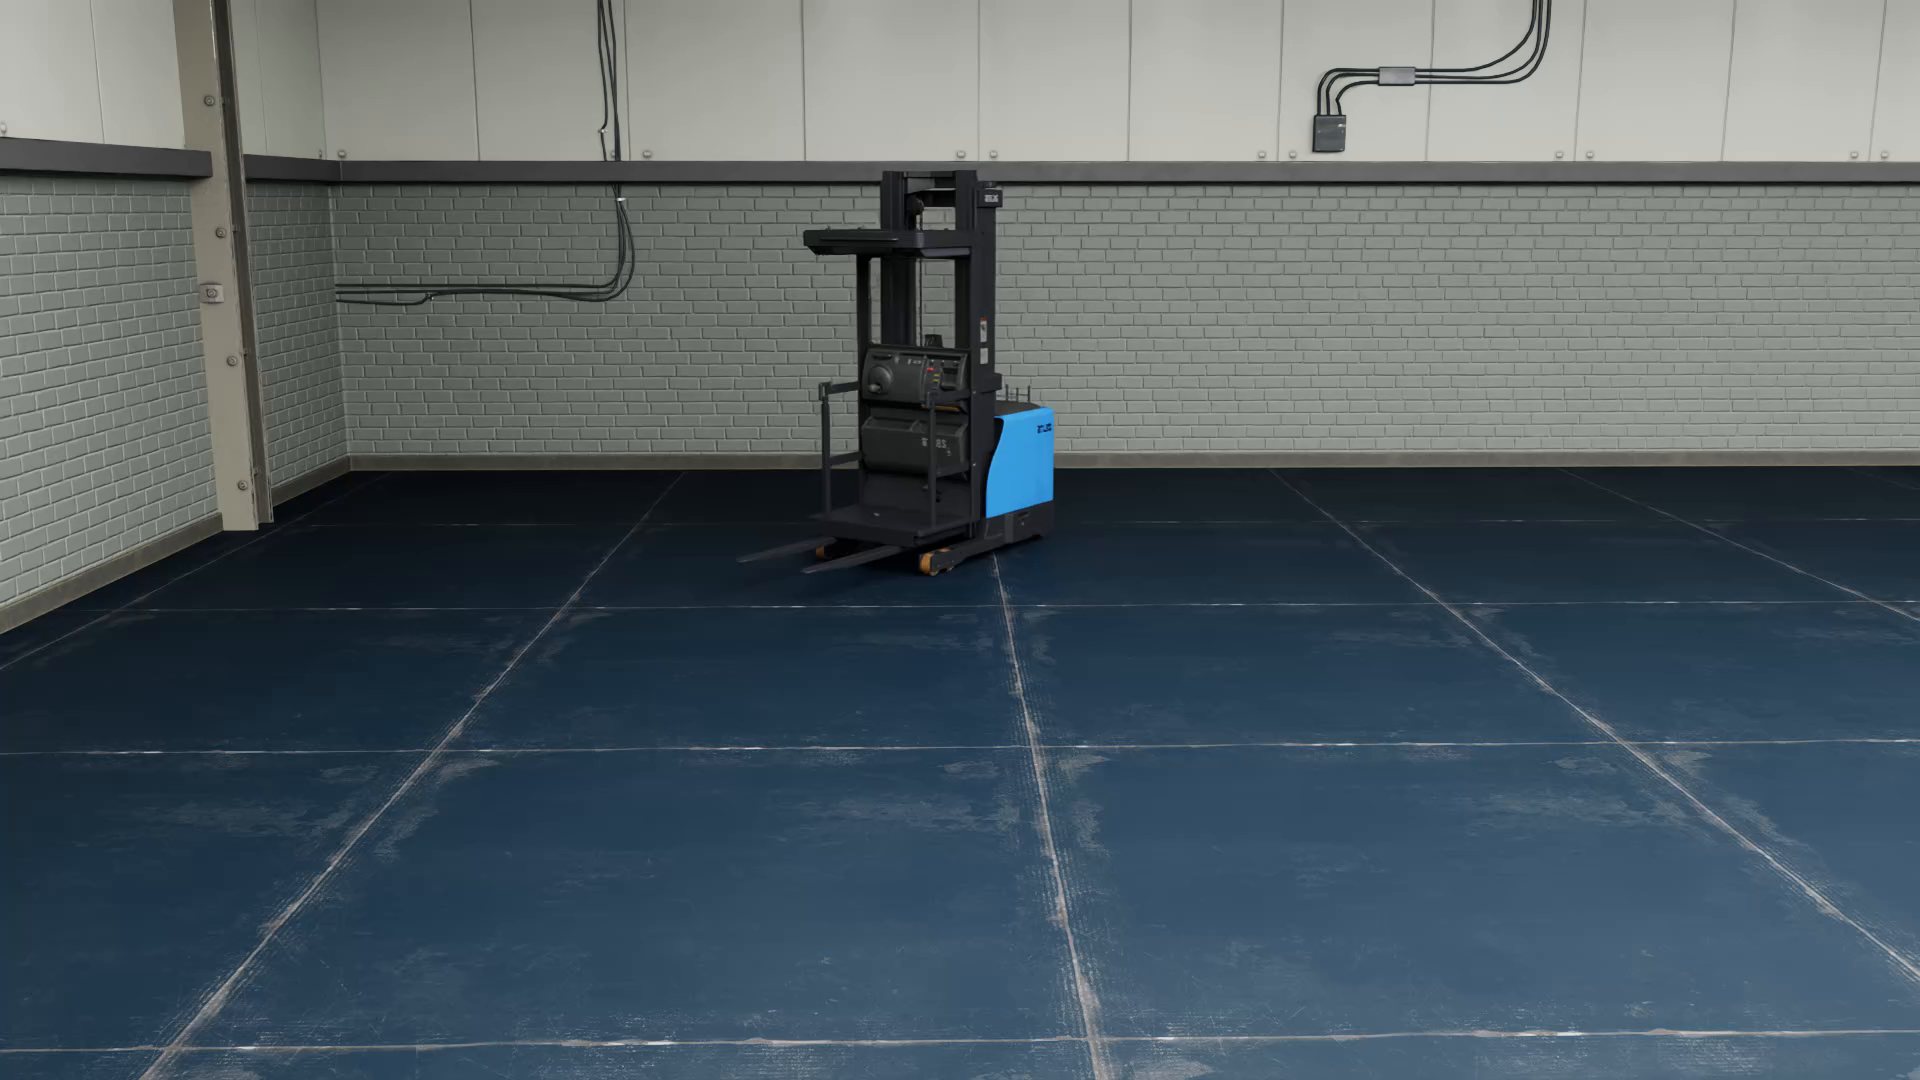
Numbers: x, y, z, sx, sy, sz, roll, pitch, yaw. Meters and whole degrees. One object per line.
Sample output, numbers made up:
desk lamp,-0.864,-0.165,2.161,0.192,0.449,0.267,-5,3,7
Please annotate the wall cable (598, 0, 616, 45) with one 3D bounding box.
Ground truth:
wall cable,-2.105,-6.087,16.038,3.097,2.526,0.112,0,11,-1

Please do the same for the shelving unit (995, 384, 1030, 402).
shelving unit,0.436,-0.700,13.990,0.258,1.200,0.189,8,14,34

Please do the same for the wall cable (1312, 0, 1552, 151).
wall cable,4.682,-6.825,16.015,2.305,6.003,0.169,0,11,-1

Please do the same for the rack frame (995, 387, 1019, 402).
rack frame,0.384,-0.685,13.916,0.240,1.200,0.006,8,14,34

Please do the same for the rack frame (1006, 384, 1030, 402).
rack frame,0.487,-0.715,14.064,0.240,1.200,0.006,8,14,34

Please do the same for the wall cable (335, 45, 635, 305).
wall cable,-4.810,-3.601,16.486,3.097,2.526,0.112,0,11,-1

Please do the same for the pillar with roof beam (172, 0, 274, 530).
pillar with roof beam,-1.767,-4.549,13.351,9.100,9.000,0.400,0,11,-1

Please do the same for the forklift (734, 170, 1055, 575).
forklift,-0.467,-1.282,12.506,1.130,2.935,3.031,8,14,34
